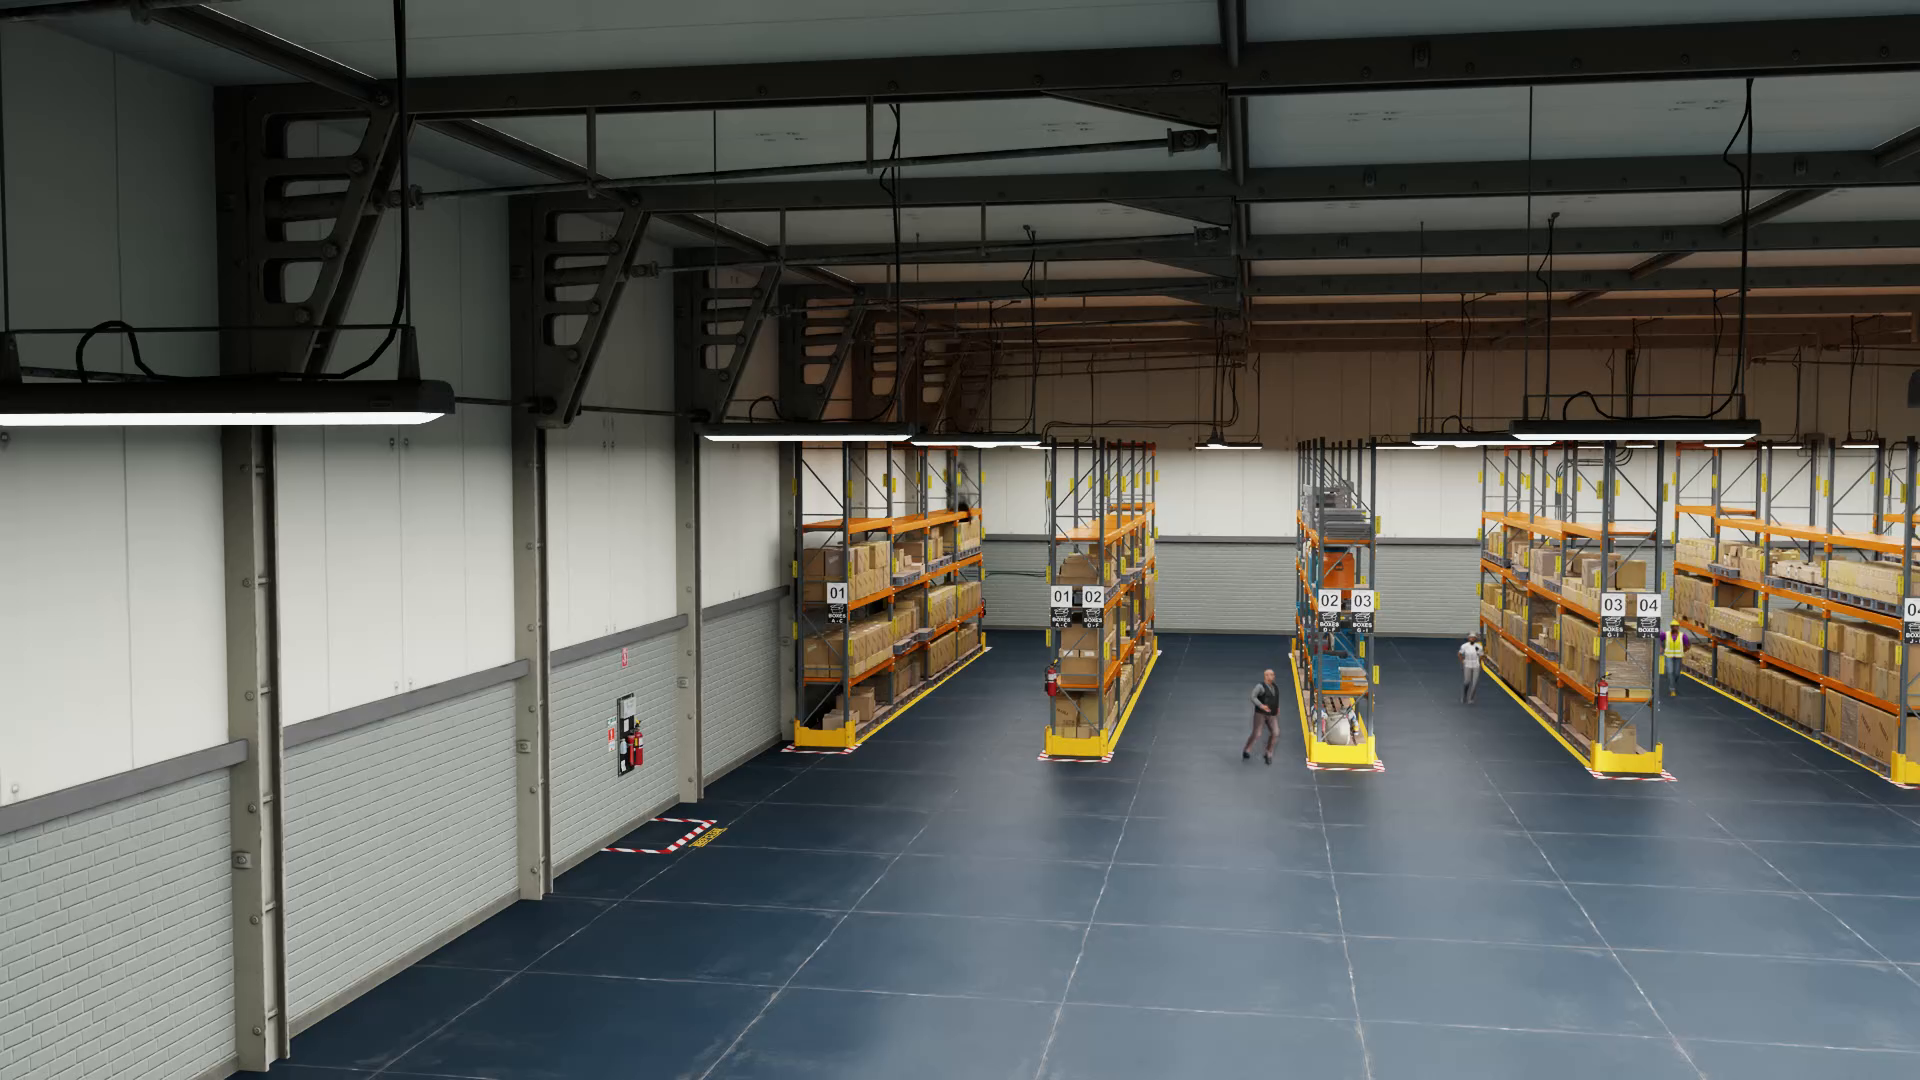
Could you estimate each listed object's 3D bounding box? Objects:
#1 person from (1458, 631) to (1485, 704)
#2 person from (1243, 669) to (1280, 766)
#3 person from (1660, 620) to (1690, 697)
[{"bbox_3d":[11.586,2.896,37.616,0.573,1.672,0.590,1,3,11],"label":"person"},{"bbox_3d":[5.635,3.260,30.690,0.699,1.744,0.704,-1,3,-23],"label":"person"},{"bbox_3d":[16.806,2.770,39.153,0.699,1.772,0.960,1,3,17],"label":"person"}]
